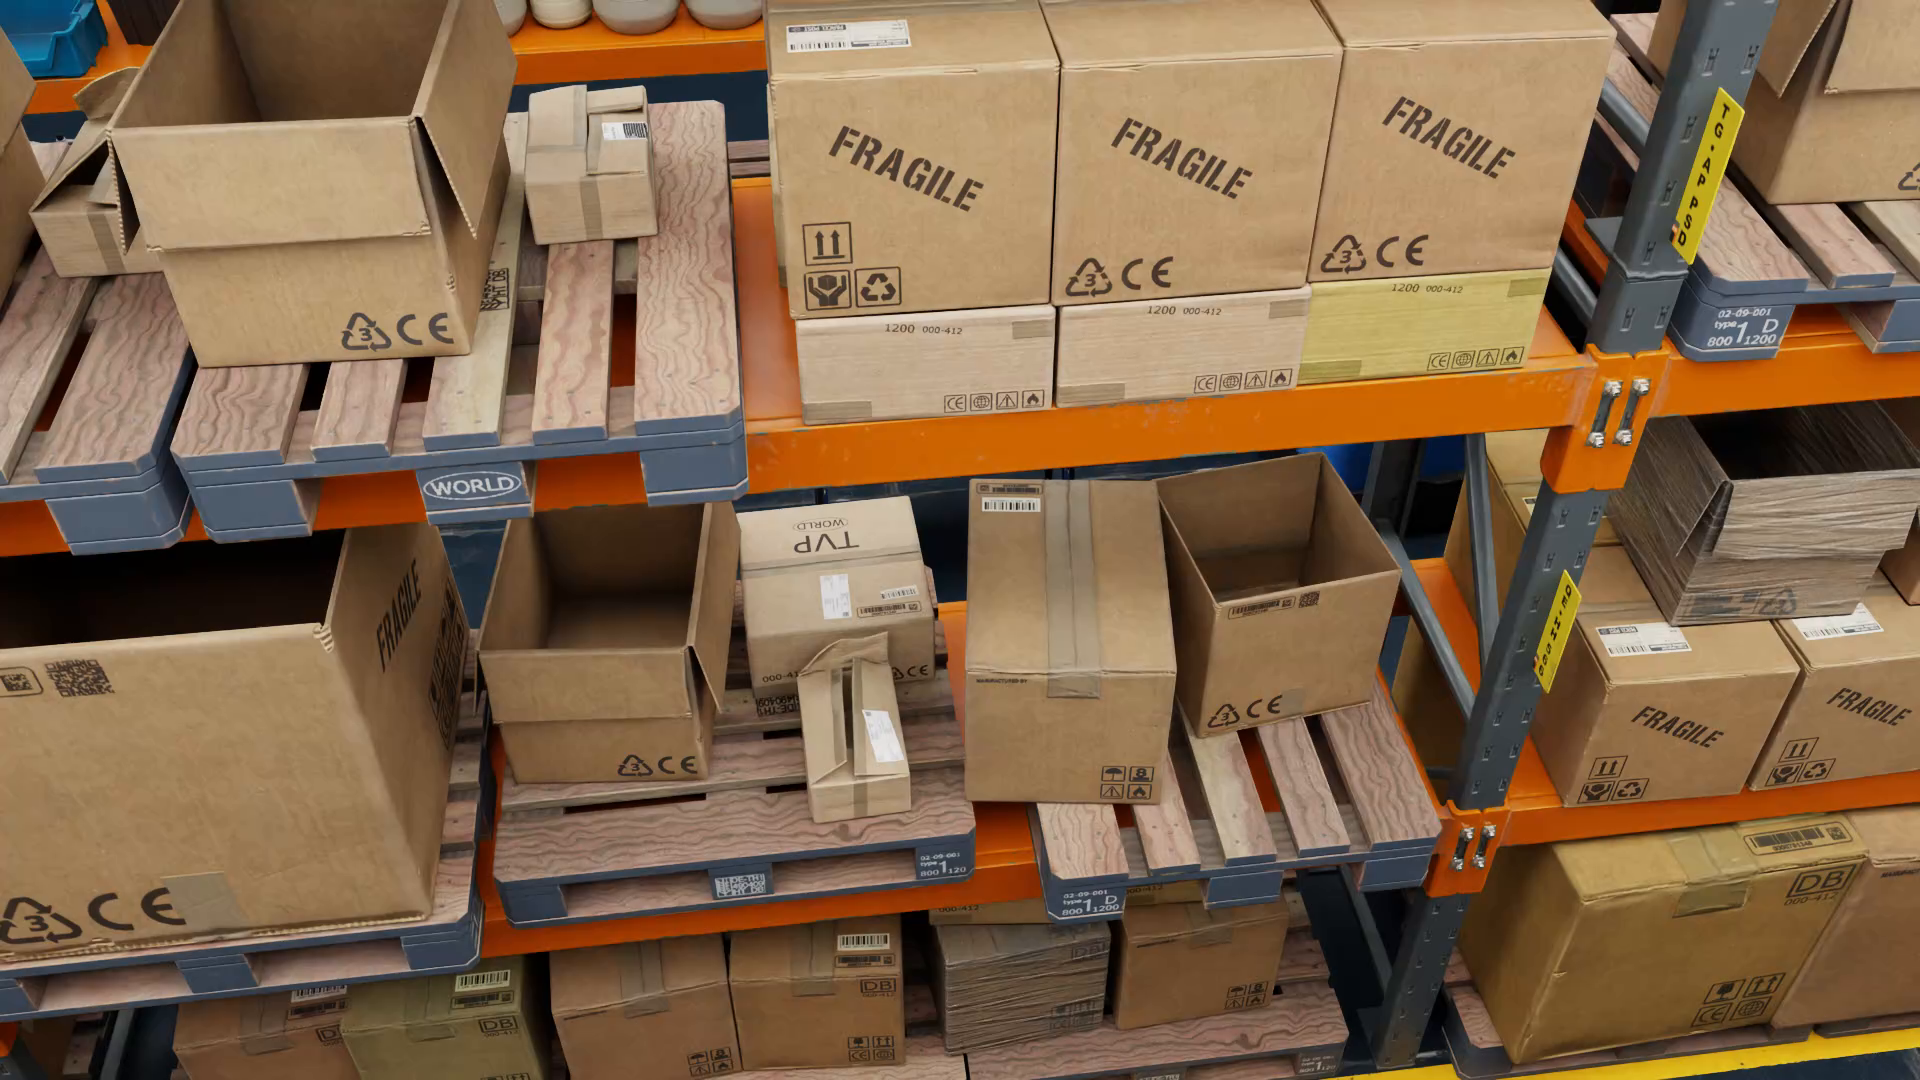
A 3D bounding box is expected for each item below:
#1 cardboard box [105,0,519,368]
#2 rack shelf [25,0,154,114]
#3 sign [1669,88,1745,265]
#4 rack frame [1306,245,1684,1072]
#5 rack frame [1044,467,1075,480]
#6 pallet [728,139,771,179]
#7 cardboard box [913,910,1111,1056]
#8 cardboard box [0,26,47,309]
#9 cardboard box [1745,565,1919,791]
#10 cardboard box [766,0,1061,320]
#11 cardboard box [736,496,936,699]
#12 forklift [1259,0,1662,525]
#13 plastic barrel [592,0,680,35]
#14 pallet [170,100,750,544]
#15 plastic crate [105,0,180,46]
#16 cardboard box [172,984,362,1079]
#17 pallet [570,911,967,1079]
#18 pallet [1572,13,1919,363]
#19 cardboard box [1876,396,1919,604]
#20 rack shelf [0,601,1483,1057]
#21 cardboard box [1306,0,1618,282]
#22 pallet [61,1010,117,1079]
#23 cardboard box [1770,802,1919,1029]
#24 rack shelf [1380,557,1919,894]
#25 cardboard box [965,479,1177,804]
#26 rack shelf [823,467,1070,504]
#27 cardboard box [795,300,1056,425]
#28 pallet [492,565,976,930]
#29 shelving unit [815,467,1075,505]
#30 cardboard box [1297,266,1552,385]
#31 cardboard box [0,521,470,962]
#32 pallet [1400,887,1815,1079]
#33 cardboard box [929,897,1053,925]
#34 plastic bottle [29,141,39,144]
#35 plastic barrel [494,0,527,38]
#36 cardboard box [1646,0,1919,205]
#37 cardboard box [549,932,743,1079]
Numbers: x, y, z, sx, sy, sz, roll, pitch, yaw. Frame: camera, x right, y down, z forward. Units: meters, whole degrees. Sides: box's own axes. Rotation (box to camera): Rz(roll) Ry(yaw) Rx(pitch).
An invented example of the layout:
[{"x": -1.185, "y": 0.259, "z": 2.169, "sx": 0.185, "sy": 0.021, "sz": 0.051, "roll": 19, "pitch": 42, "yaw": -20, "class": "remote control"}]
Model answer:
[{"x": -1.214, "y": -0.758, "z": 3.221, "sx": 0.637, "sy": 0.503, "sz": 0.797, "roll": -3, "pitch": 42, "yaw": -4, "class": "cardboard box"}, {"x": -5.252, "y": -2.241, "z": 8.032, "sx": 4.000, "sy": 0.370, "sz": 1.077, "roll": -5, "pitch": 42, "yaw": -6, "class": "rack shelf"}, {"x": 1.408, "y": -0.685, "z": 3.145, "sx": 0.005, "sy": 0.325, "sz": 0.100, "roll": -5, "pitch": 42, "yaw": -6, "class": "sign"}, {"x": 1.339, "y": 0.260, "z": 4.722, "sx": 0.127, "sy": 3.000, "sz": 1.000, "roll": -5, "pitch": 42, "yaw": -6, "class": "rack frame"}, {"x": 0.419, "y": -0.594, "z": 6.788, "sx": 0.032, "sy": 1.500, "sz": 0.500, "roll": -5, "pitch": 42, "yaw": -6, "class": "rack frame"}, {"x": -1.283, "y": -1.849, "z": 9.142, "sx": 1.213, "sy": 0.211, "sz": 1.003, "roll": -5, "pitch": 42, "yaw": -6, "class": "pallet"}, {"x": 0.129, "y": 1.153, "z": 5.270, "sx": 0.500, "sy": 0.500, "sz": 0.700, "roll": -8, "pitch": 43, "yaw": -9, "class": "cardboard box"}, {"x": -2.148, "y": -0.676, "z": 3.129, "sx": 0.637, "sy": 0.503, "sz": 0.797, "roll": -7, "pitch": 43, "yaw": -8, "class": "cardboard box"}, {"x": 2.368, "y": 0.315, "z": 4.586, "sx": 0.500, "sy": 0.500, "sz": 0.500, "roll": -6, "pitch": 42, "yaw": -7, "class": "cardboard box"}, {"x": -0.101, "y": -0.784, "z": 3.193, "sx": 0.500, "sy": 0.500, "sz": 0.500, "roll": -4, "pitch": 42, "yaw": -5, "class": "cardboard box"}, {"x": -0.352, "y": 0.153, "z": 4.640, "sx": 0.500, "sy": 0.250, "sz": 0.500, "roll": -6, "pitch": 42, "yaw": -7, "class": "cardboard box"}, {"x": 2.848, "y": -1.652, "z": 6.893, "sx": 3.031, "sy": 2.935, "sz": 1.130, "roll": -11, "pitch": 43, "yaw": -12, "class": "forklift"}, {"x": -1.565, "y": -2.734, "z": 7.940, "sx": 0.433, "sy": 0.535, "sz": 0.433, "roll": 0, "pitch": 42, "yaw": 0, "class": "plastic barrel"}, {"x": -0.973, "y": -0.512, "z": 3.478, "sx": 1.003, "sy": 0.211, "sz": 1.213, "roll": -5, "pitch": 42, "yaw": -6, "class": "pallet"}, {"x": -3.805, "y": -2.698, "z": 8.048, "sx": 0.504, "sy": 0.338, "sz": 0.767, "roll": -5, "pitch": 42, "yaw": -6, "class": "plastic crate"}, {"x": -2.015, "y": 1.333, "z": 5.070, "sx": 0.500, "sy": 0.500, "sz": 0.700, "roll": -8, "pitch": 43, "yaw": -9, "class": "cardboard box"}, {"x": -0.643, "y": 1.466, "z": 5.467, "sx": 1.213, "sy": 0.211, "sz": 1.003, "roll": -5, "pitch": 42, "yaw": -6, "class": "pallet"}, {"x": 1.971, "y": -0.875, "z": 3.882, "sx": 1.003, "sy": 0.211, "sz": 1.213, "roll": -3, "pitch": 42, "yaw": -4, "class": "pallet"}, {"x": 2.713, "y": -0.257, "z": 4.472, "sx": 0.637, "sy": 0.503, "sz": 0.797, "roll": -4, "pitch": 42, "yaw": -5, "class": "cardboard box"}, {"x": -0.644, "y": 0.701, "z": 4.771, "sx": 4.000, "sy": 0.370, "sz": 1.077, "roll": -5, "pitch": 42, "yaw": -6, "class": "rack shelf"}, {"x": 0.898, "y": -0.869, "z": 3.286, "sx": 0.500, "sy": 0.500, "sz": 0.500, "roll": -4, "pitch": 42, "yaw": -4, "class": "cardboard box"}, {"x": -3.288, "y": 1.725, "z": 5.180, "sx": 1.213, "sy": 0.211, "sz": 1.003, "roll": -5, "pitch": 42, "yaw": -6, "class": "pallet"}, {"x": 2.911, "y": 0.775, "z": 5.424, "sx": 0.875, "sy": 0.875, "sz": 1.225, "roll": -5, "pitch": 42, "yaw": -5, "class": "cardboard box"}, {"x": 3.322, "y": 0.354, "z": 5.156, "sx": 4.000, "sy": 0.370, "sz": 1.077, "roll": -5, "pitch": 42, "yaw": -6, "class": "rack shelf"}, {"x": 0.268, "y": 0.255, "z": 4.339, "sx": 0.500, "sy": 0.500, "sz": 0.700, "roll": 1, "pitch": 42, "yaw": 1, "class": "cardboard box"}, {"x": -0.085, "y": -0.416, "z": 6.860, "sx": 1.000, "sy": 0.185, "sz": 0.538, "roll": -5, "pitch": 42, "yaw": -6, "class": "rack shelf"}, {"x": -0.089, "y": -0.500, "z": 3.437, "sx": 0.500, "sy": 0.250, "sz": 0.500, "roll": -4, "pitch": 42, "yaw": -4, "class": "cardboard box"}, {"x": -0.618, "y": 0.530, "z": 4.566, "sx": 1.213, "sy": 0.211, "sz": 1.003, "roll": -5, "pitch": 42, "yaw": -6, "class": "pallet"}, {"x": -0.085, "y": -0.549, "z": 6.739, "sx": 1.048, "sy": 1.500, "sz": 0.538, "roll": -5, "pitch": 42, "yaw": -6, "class": "shelving unit"}, {"x": 0.900, "y": -0.594, "z": 3.541, "sx": 0.500, "sy": 0.250, "sz": 0.500, "roll": -5, "pitch": 42, "yaw": -5, "class": "cardboard box"}, {"x": -1.821, "y": 0.253, "z": 3.969, "sx": 1.000, "sy": 1.000, "sz": 1.000, "roll": -5, "pitch": 42, "yaw": -5, "class": "cardboard box"}, {"x": 2.131, "y": 1.277, "z": 5.677, "sx": 1.213, "sy": 0.211, "sz": 1.003, "roll": -5, "pitch": 42, "yaw": -6, "class": "pallet"}, {"x": 0.154, "y": 0.877, "z": 5.016, "sx": 0.500, "sy": 0.250, "sz": 0.500, "roll": -1, "pitch": 42, "yaw": -1, "class": "cardboard box"}, {"x": -4.916, "y": -1.998, "z": 8.875, "sx": 0.185, "sy": 0.351, "sz": 0.144, "roll": -3, "pitch": 42, "yaw": -4, "class": "plastic bottle"}, {"x": -2.292, "y": -2.670, "z": 7.869, "sx": 0.433, "sy": 0.535, "sz": 0.433, "roll": 0, "pitch": 42, "yaw": 0, "class": "plastic barrel"}, {"x": 1.935, "y": -1.149, "z": 3.654, "sx": 0.637, "sy": 0.503, "sz": 0.797, "roll": -3, "pitch": 42, "yaw": -3, "class": "cardboard box"}, {"x": -0.985, "y": 1.255, "z": 5.156, "sx": 0.500, "sy": 0.500, "sz": 0.700, "roll": -8, "pitch": 43, "yaw": -9, "class": "cardboard box"}]
